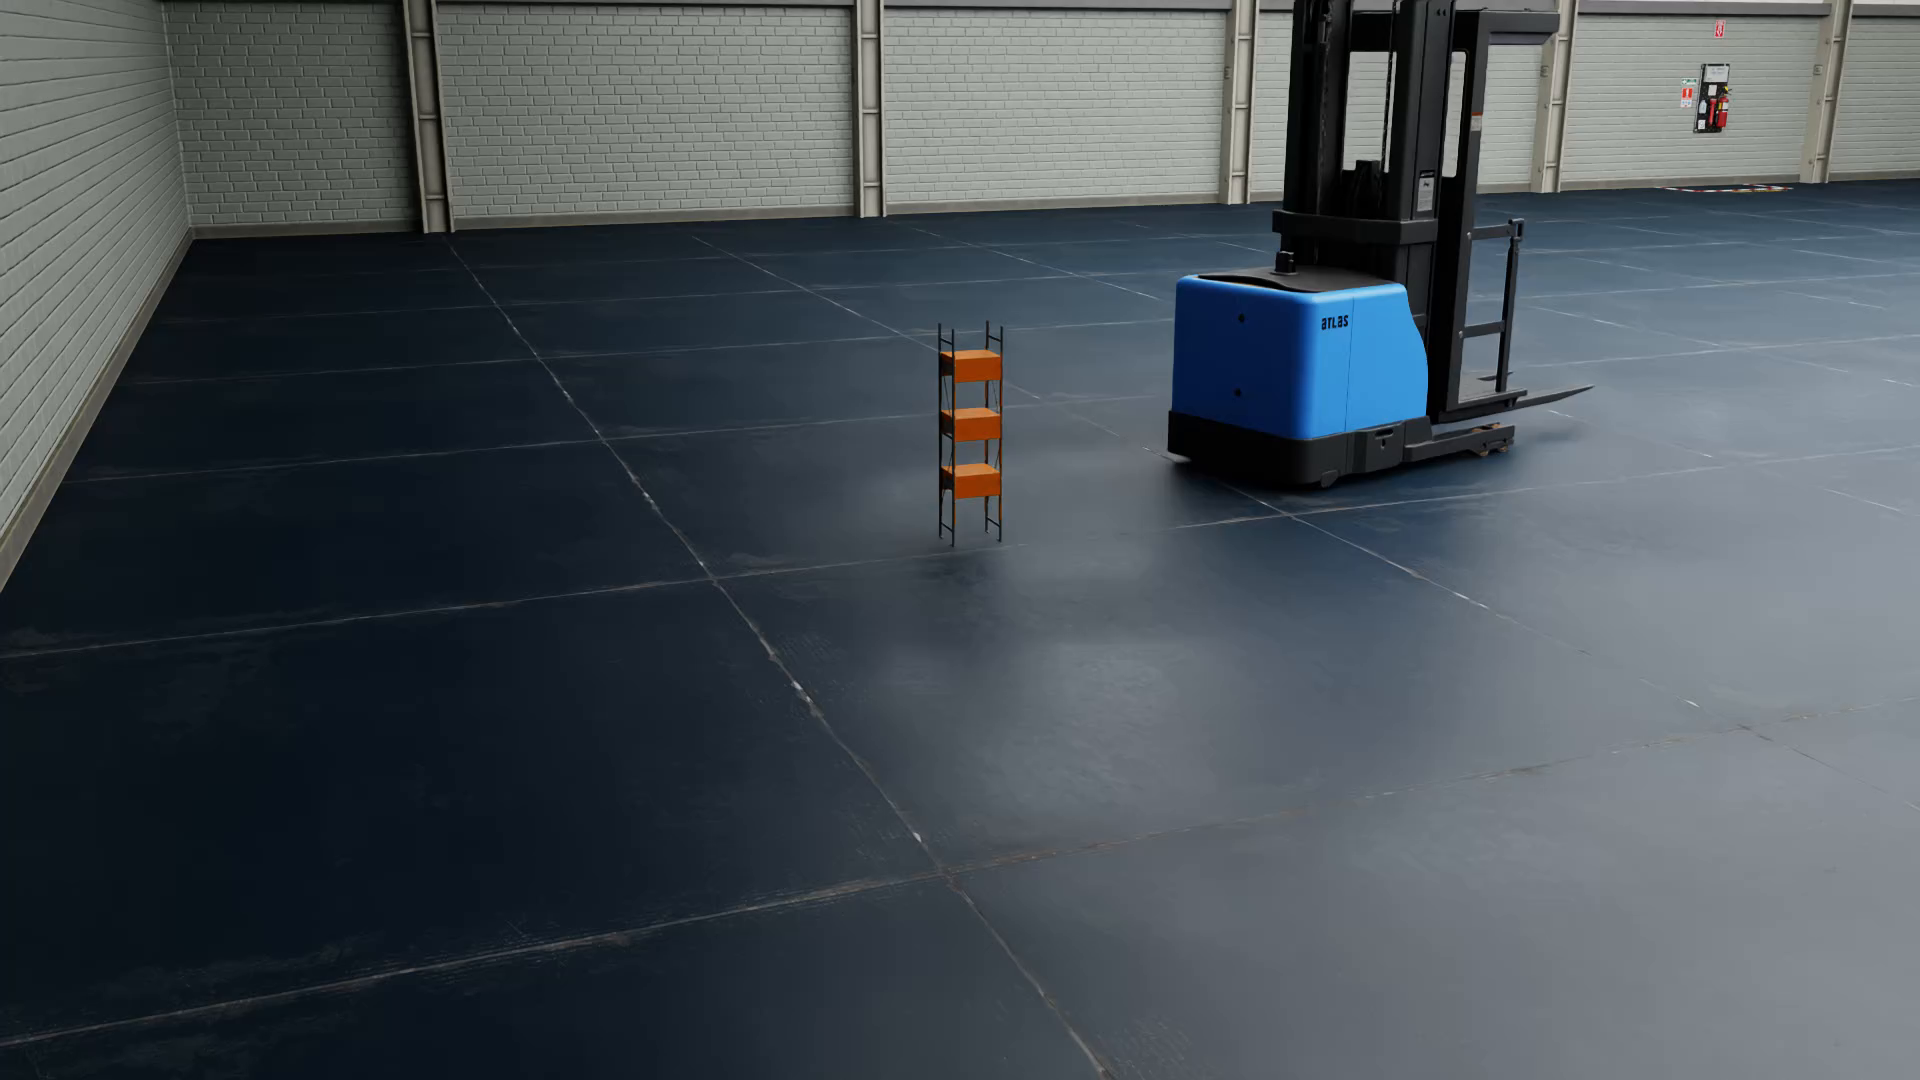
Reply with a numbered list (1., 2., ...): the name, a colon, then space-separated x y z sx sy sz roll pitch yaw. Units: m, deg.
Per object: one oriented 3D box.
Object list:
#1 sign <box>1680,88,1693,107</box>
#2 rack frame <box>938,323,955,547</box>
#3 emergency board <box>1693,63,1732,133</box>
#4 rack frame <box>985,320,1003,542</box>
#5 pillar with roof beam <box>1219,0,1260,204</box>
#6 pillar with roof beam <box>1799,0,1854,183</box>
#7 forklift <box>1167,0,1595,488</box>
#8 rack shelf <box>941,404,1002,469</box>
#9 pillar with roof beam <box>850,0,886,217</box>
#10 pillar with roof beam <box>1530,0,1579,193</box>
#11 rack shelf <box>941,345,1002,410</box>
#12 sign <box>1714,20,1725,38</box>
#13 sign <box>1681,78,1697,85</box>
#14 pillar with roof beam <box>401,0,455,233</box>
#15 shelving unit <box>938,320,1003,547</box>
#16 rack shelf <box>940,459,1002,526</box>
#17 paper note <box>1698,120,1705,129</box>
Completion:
1. sign: 12.634 -7.691 28.903 0.234 0.329 0.001 -6 17 -20
2. rack frame: -0.064 -0.497 7.927 0.008 1.050 0.200 -6 17 -20
3. emergency board: 13.187 -7.703 29.005 0.643 1.169 0.194 -6 17 -20
4. rack frame: 0.164 -0.521 8.011 0.008 1.050 0.200 -6 17 -20
5. pillar with roof beam: 5.843 -8.478 20.997 0.400 9.000 9.100 -6 17 -20
6. pillar with roof beam: 17.049 -9.688 25.117 0.400 9.000 9.100 -6 17 -20
7. forklift: 2.675 -2.000 9.707 3.031 2.935 1.130 -12 20 -36
8. rack shelf: 0.050 -0.499 7.972 0.240 0.259 0.215 -6 17 -20
9. pillar with roof beam: 0.241 -7.873 18.937 0.400 9.000 9.100 -6 17 -20
10. pillar with roof beam: 11.446 -9.083 23.057 0.400 9.000 9.100 -6 17 -20
11. rack shelf: 0.050 -0.771 7.892 0.240 0.259 0.215 -6 17 -20
12. sign: 13.144 -8.840 28.765 0.199 0.298 0.001 -6 17 -20
13. sign: 12.641 -7.944 28.822 0.331 0.109 0.001 -6 17 -20
14. pillar with roof beam: -5.362 -7.268 16.877 0.400 9.000 9.100 -6 17 -20
15. shelving unit: 0.050 -0.509 7.969 0.252 1.050 0.215 -6 17 -20
16. rack shelf: 0.050 -0.232 8.050 0.240 0.259 0.215 -6 17 -20
17. paper note: 12.997 -7.280 29.130 0.142 0.148 0.016 -6 17 -20
